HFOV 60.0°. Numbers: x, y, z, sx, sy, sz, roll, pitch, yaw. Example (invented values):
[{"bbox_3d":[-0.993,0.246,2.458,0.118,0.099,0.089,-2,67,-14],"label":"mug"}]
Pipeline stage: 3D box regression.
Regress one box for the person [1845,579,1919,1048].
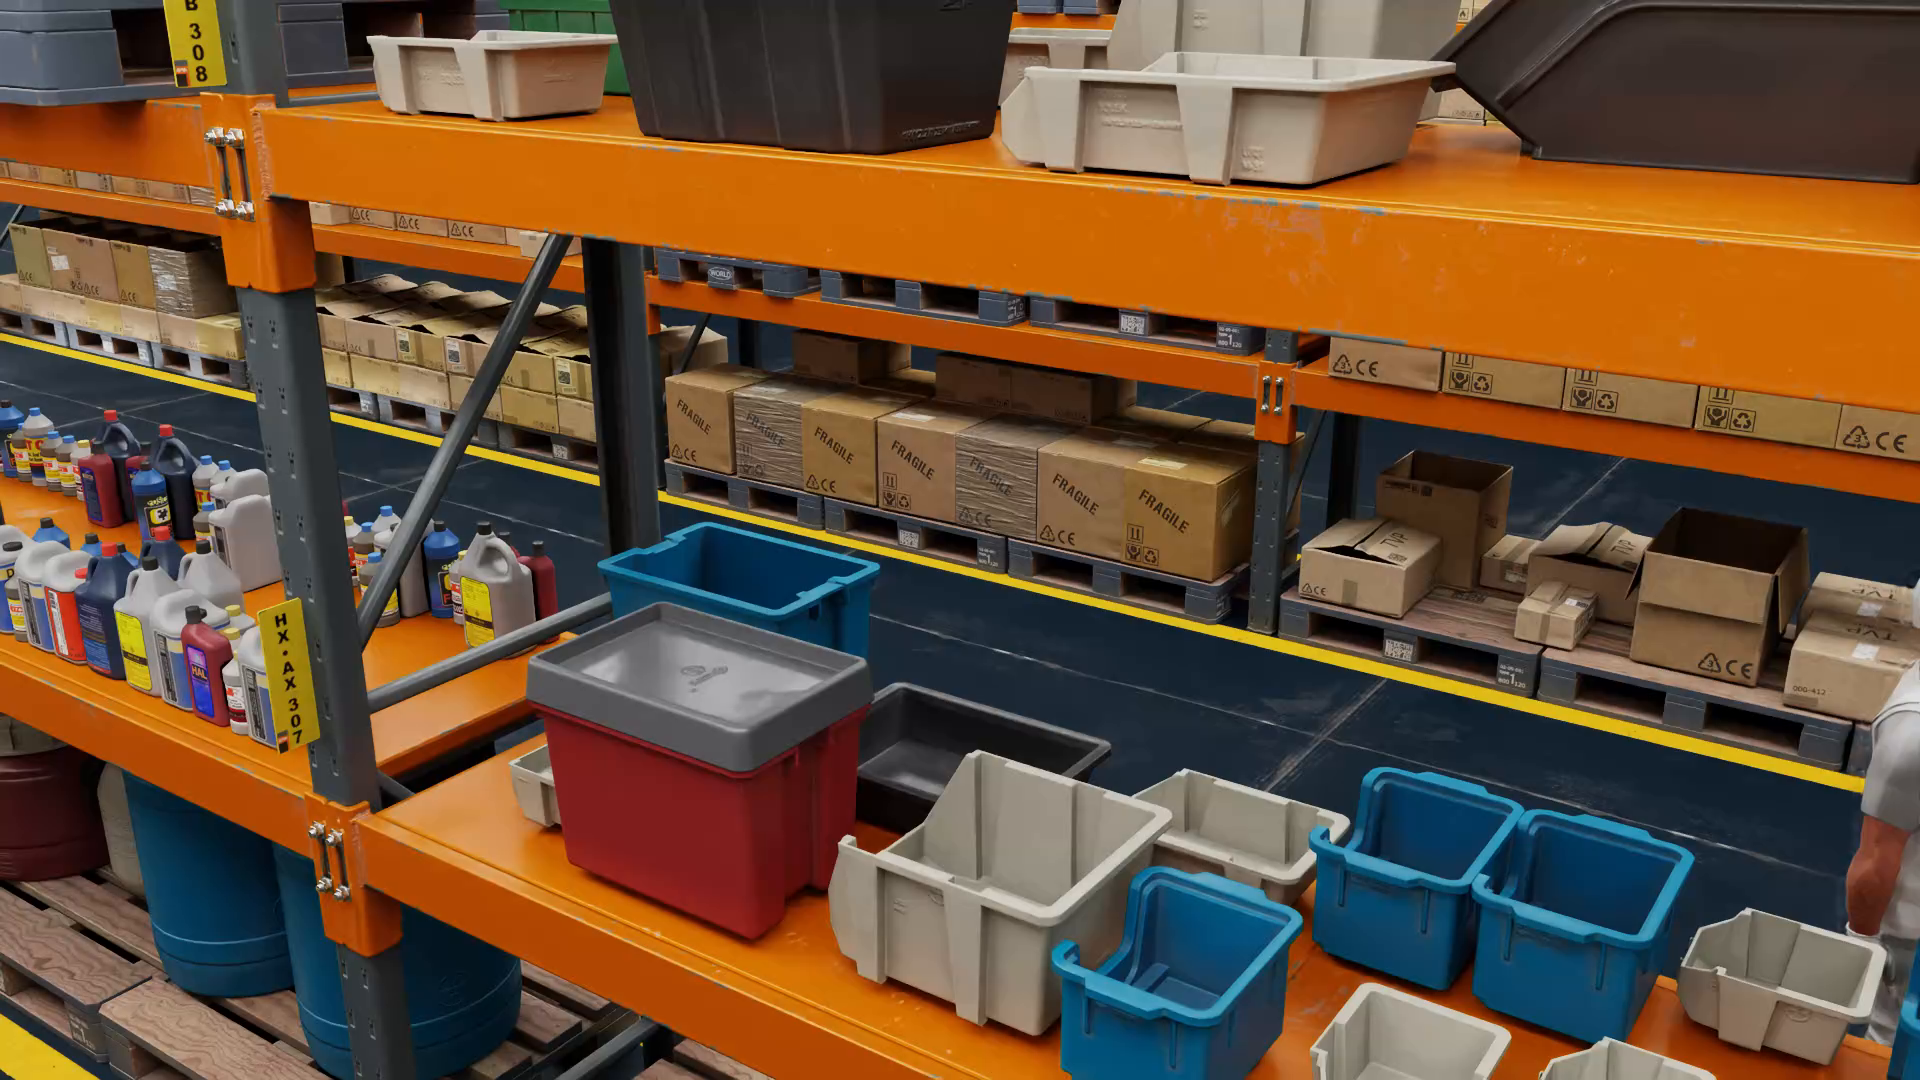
[{"bbox_3d":[2.301,0.899,3.944,0.481,1.780,0.526,14,24,35],"label":"person"}]
